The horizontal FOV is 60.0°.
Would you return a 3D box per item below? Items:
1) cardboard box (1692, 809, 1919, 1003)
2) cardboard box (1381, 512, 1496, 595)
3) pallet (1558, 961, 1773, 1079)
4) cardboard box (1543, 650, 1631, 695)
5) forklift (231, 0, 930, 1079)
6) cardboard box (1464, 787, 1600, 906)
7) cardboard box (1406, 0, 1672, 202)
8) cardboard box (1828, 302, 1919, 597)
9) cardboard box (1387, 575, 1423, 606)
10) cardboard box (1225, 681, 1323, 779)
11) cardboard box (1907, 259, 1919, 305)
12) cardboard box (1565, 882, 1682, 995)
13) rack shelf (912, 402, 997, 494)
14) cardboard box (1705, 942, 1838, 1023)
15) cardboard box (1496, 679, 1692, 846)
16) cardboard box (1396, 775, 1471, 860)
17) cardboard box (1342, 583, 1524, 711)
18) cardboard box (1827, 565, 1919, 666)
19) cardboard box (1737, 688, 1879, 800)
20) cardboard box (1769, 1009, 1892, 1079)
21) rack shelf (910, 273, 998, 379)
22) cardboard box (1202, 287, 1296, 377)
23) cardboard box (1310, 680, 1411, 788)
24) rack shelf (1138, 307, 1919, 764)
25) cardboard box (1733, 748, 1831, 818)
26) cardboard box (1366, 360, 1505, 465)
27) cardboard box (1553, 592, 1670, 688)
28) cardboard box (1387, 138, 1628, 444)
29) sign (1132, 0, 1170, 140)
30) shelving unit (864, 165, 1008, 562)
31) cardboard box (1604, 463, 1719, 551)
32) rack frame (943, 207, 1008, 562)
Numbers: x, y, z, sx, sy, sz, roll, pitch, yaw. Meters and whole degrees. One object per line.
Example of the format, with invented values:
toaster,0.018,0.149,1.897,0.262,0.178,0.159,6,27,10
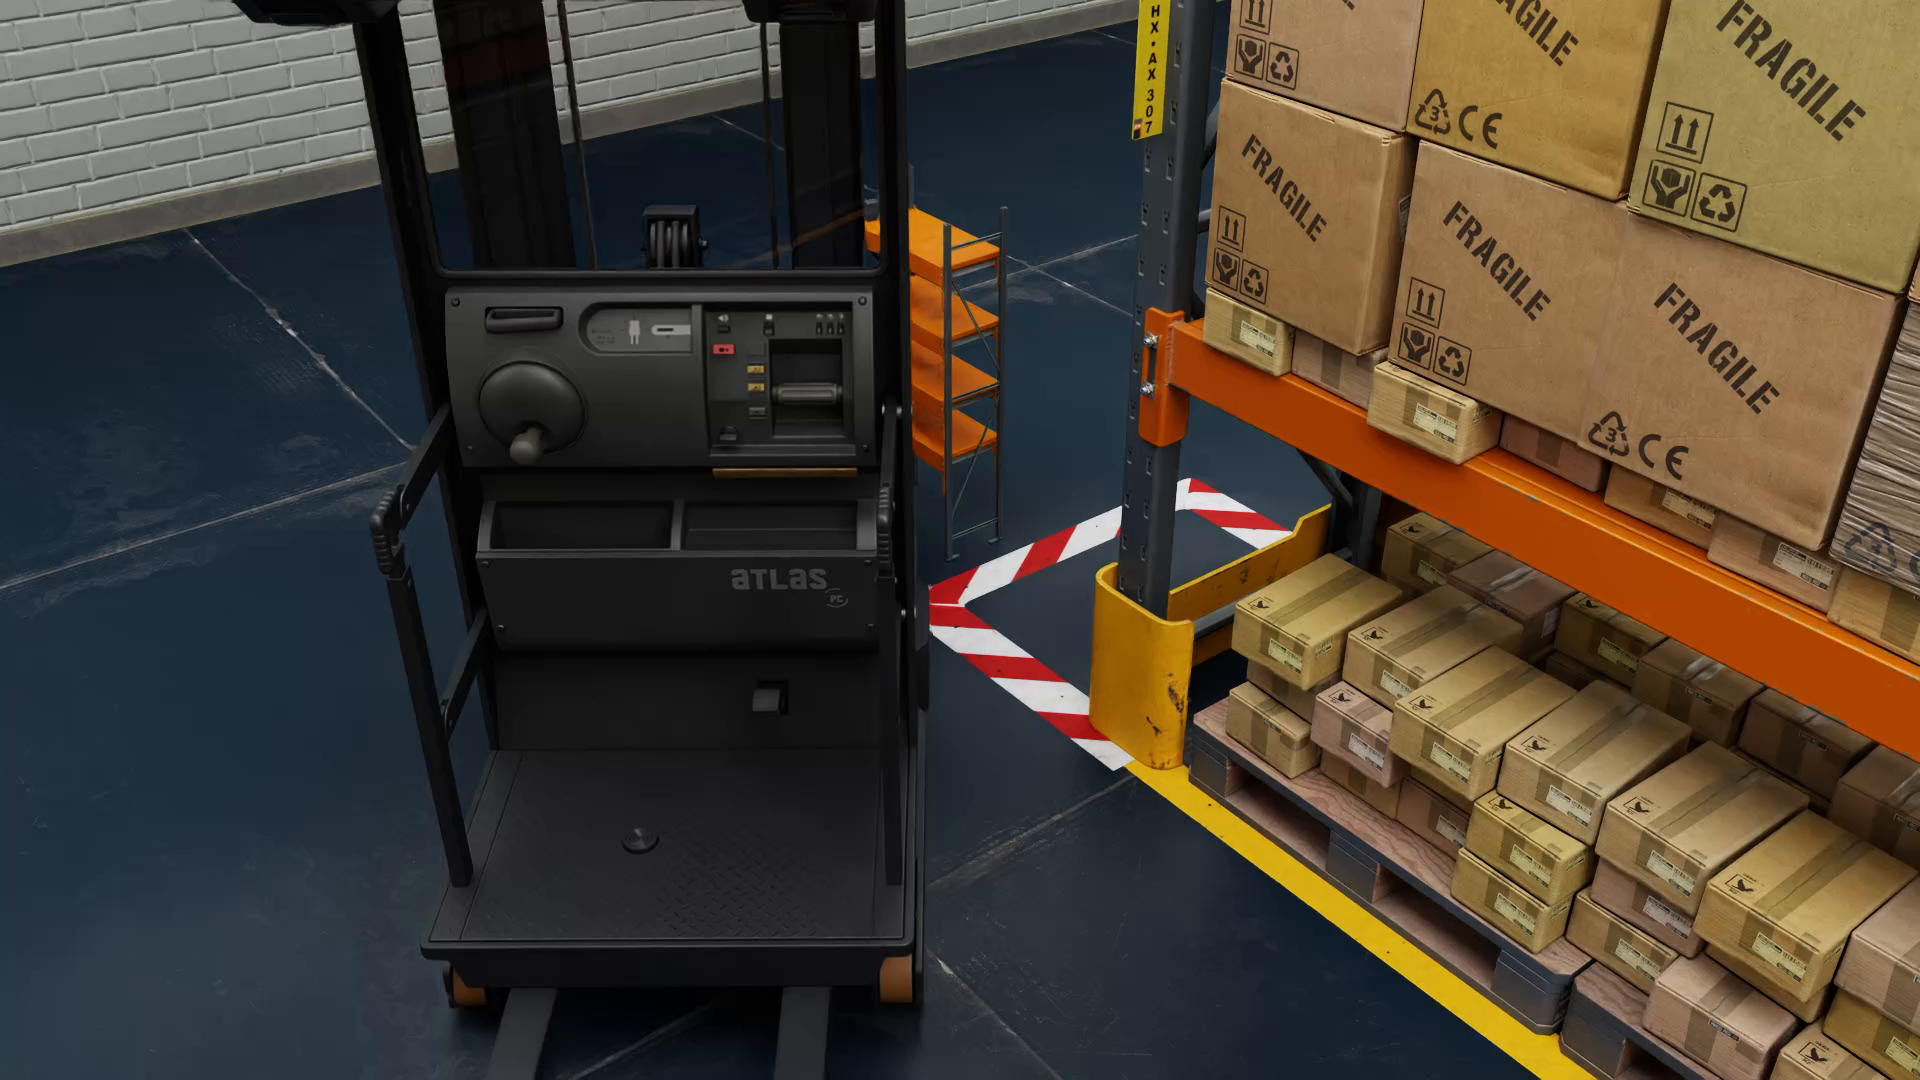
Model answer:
cardboard box,1.749,0.749,3.441,0.380,0.149,0.250,-22,38,-31
cardboard box,1.398,0.017,4.619,0.380,0.149,0.250,-22,38,-31
pallet,2.134,1.173,3.661,1.003,0.211,1.213,-22,38,-31
cardboard box,1.742,0.349,4.367,0.380,0.149,0.250,-24,39,-33
forklift,-0.648,-0.302,3.459,1.130,2.935,3.031,0,32,0
cardboard box,1.406,0.654,3.875,0.380,0.149,0.250,-21,38,-30
cardboard box,1.253,-1.013,3.214,0.500,0.500,0.500,-21,38,-30
cardboard box,1.886,-0.160,2.788,0.500,0.500,0.500,-23,39,-33
cardboard box,1.422,0.133,4.715,0.380,0.149,0.250,-23,39,-33
cardboard box,0.941,0.454,4.481,0.380,0.149,0.250,-21,38,-30
cardboard box,1.870,-0.578,2.514,0.500,0.500,0.500,-24,39,-33
cardboard box,1.626,0.855,3.835,0.380,0.149,0.250,-22,38,-31
rack shelf,-0.102,-0.353,5.685,0.258,0.148,0.480,-22,38,-31
cardboard box,1.843,0.834,3.586,0.380,0.149,0.250,-20,37,-29
cardboard box,1.461,0.506,3.832,0.380,0.149,0.250,-24,39,-34
cardboard box,1.324,0.637,4.185,0.380,0.149,0.250,-22,38,-31
cardboard box,1.190,0.283,4.191,0.380,0.149,0.250,-22,38,-31
cardboard box,1.810,0.080,3.016,0.380,0.149,0.250,-21,37,-30
cardboard box,2.083,0.430,3.955,0.380,0.149,0.250,-21,37,-30
cardboard box,1.901,1.094,3.450,0.380,0.149,0.250,-22,38,-31
rack shelf,-0.101,-0.712,5.462,0.258,0.148,0.480,-22,38,-31
cardboard box,0.813,-0.553,4.036,0.380,0.149,0.250,-23,38,-32
cardboard box,1.115,0.439,4.222,0.380,0.149,0.250,-22,38,-32
rack shelf,2.099,0.238,3.206,1.077,0.370,4.000,-22,38,-31
cardboard box,2.070,0.560,4.027,0.380,0.149,0.250,-22,38,-31
cardboard box,1.124,-0.331,3.678,0.380,0.149,0.250,-23,39,-33
cardboard box,1.766,0.208,4.313,0.380,0.149,0.250,-23,39,-32
cardboard box,1.278,-0.579,3.462,0.500,0.500,0.500,-22,38,-31
sign,0.444,-1.093,3.847,0.100,0.325,0.005,-22,38,-31
shelving unit,-0.101,-0.579,5.545,0.258,1.200,0.503,-22,38,-31
cardboard box,1.538,-0.147,3.381,0.380,0.149,0.250,-23,38,-32
rack frame,0.048,-0.477,5.381,0.240,1.200,0.015,-22,38,-31
